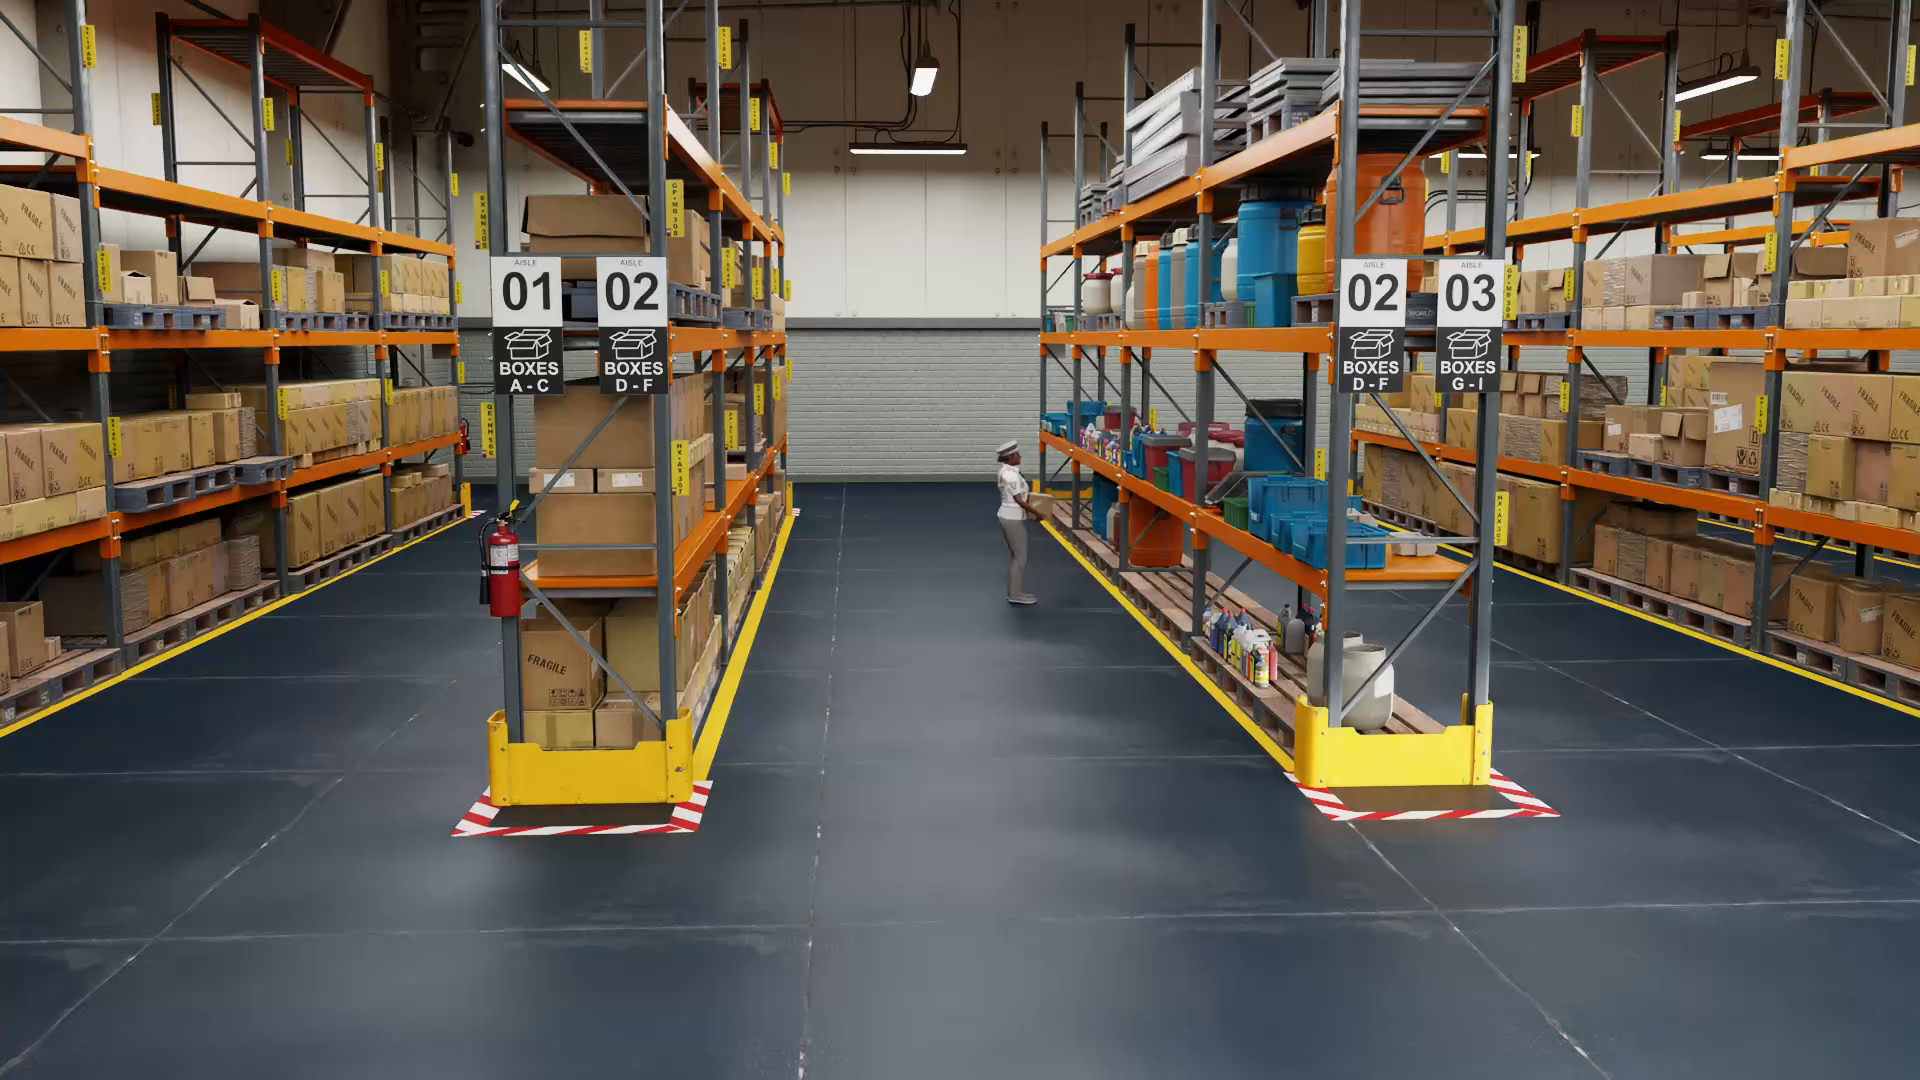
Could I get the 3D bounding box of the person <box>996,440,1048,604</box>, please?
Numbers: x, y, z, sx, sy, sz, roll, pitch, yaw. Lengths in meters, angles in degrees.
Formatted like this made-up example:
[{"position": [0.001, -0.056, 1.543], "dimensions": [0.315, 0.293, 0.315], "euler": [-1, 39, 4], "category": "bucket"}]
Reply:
[{"position": [0.635, -0.193, 17.236], "dimensions": [0.533, 1.688, 0.451], "euler": [0, 7, -3], "category": "person"}]
